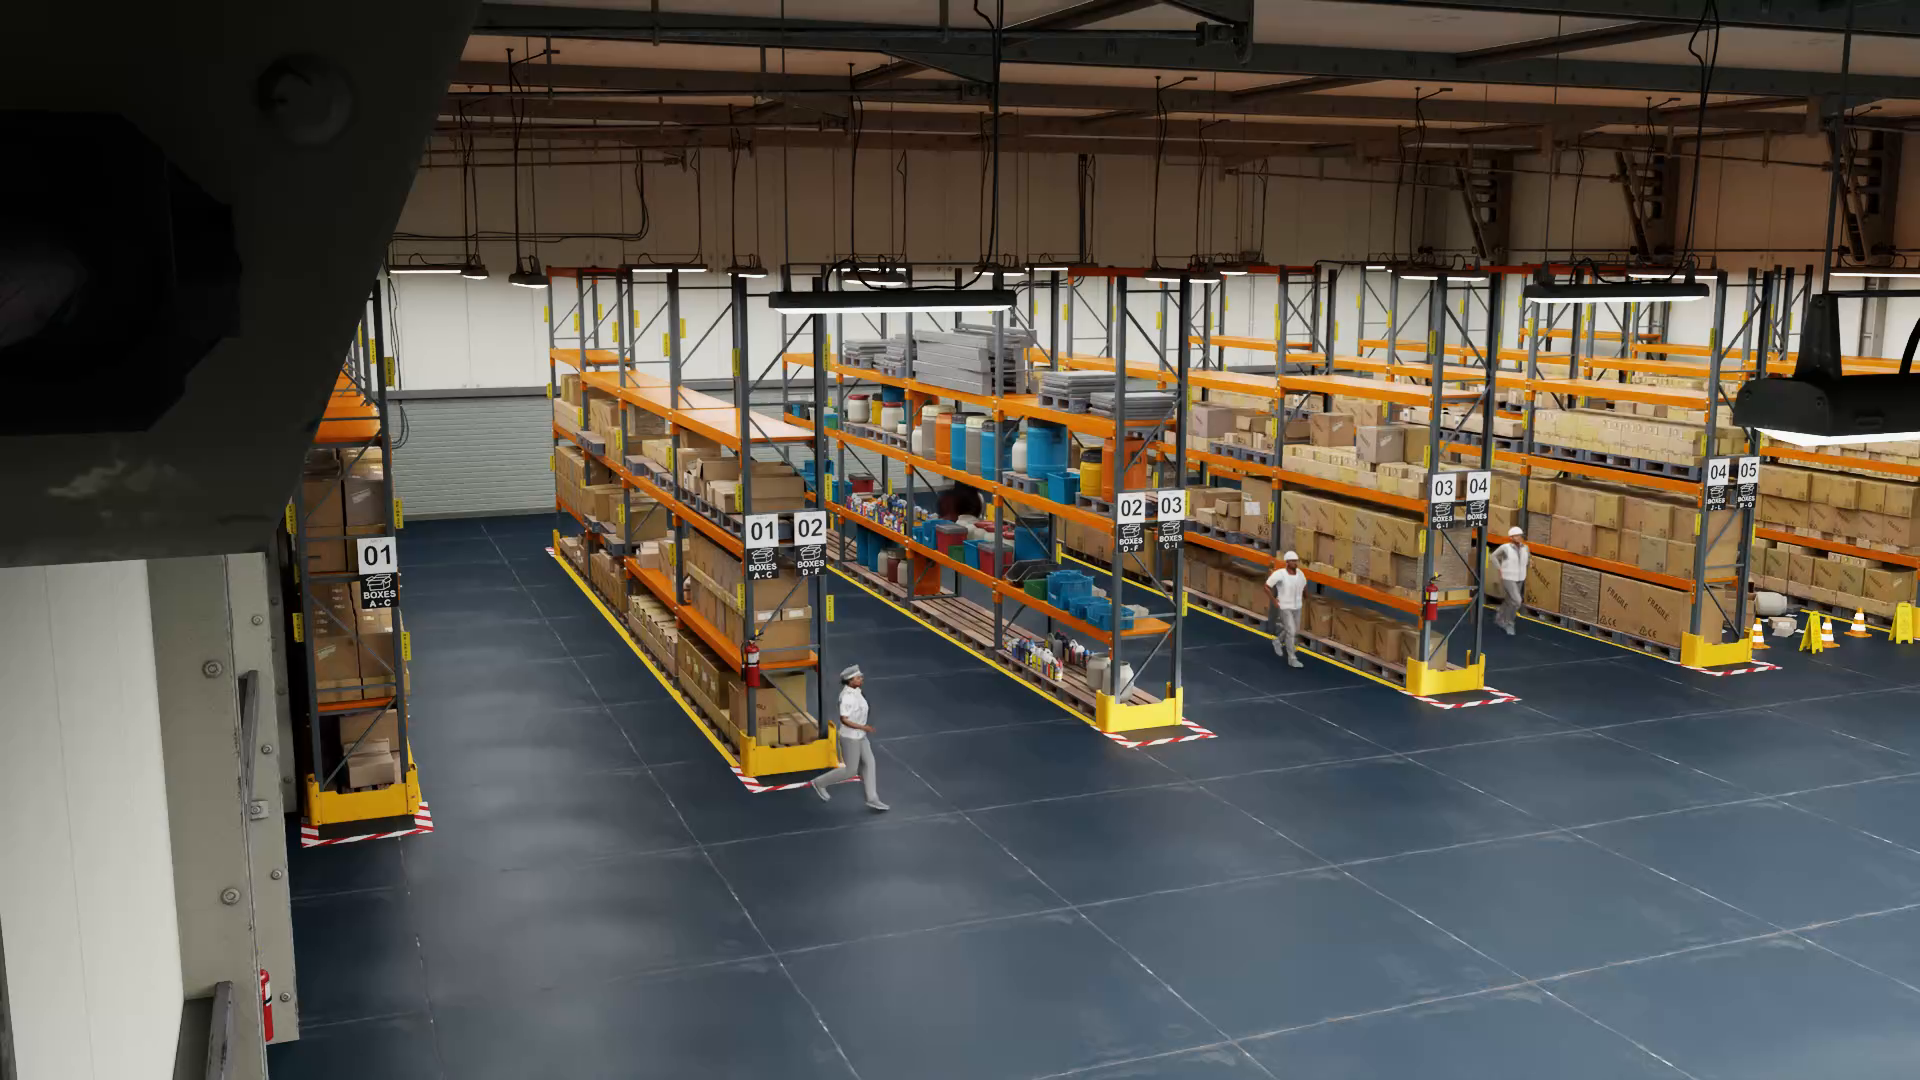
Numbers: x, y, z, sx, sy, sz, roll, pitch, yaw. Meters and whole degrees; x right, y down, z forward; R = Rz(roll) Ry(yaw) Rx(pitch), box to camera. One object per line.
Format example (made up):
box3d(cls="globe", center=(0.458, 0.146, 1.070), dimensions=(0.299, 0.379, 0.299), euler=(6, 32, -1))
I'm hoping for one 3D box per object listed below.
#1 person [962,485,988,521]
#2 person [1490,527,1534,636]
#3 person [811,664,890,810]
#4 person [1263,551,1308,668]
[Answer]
box3d(cls="person", center=(0.242, -0.348, 33.676), dimensions=(0.668, 1.728, 0.639), euler=(-6, 12, -32))
box3d(cls="person", center=(9.238, 0.682, 27.739), dimensions=(0.625, 1.838, 0.763), euler=(-4, 11, -22))
box3d(cls="person", center=(-1.243, 2.245, 18.969), dimensions=(0.904, 1.696, 0.606), euler=(1, 10, 8))
box3d(cls="person", center=(5.068, 1.038, 25.602), dimensions=(0.722, 1.755, 0.835), euler=(-5, 11, -28))
